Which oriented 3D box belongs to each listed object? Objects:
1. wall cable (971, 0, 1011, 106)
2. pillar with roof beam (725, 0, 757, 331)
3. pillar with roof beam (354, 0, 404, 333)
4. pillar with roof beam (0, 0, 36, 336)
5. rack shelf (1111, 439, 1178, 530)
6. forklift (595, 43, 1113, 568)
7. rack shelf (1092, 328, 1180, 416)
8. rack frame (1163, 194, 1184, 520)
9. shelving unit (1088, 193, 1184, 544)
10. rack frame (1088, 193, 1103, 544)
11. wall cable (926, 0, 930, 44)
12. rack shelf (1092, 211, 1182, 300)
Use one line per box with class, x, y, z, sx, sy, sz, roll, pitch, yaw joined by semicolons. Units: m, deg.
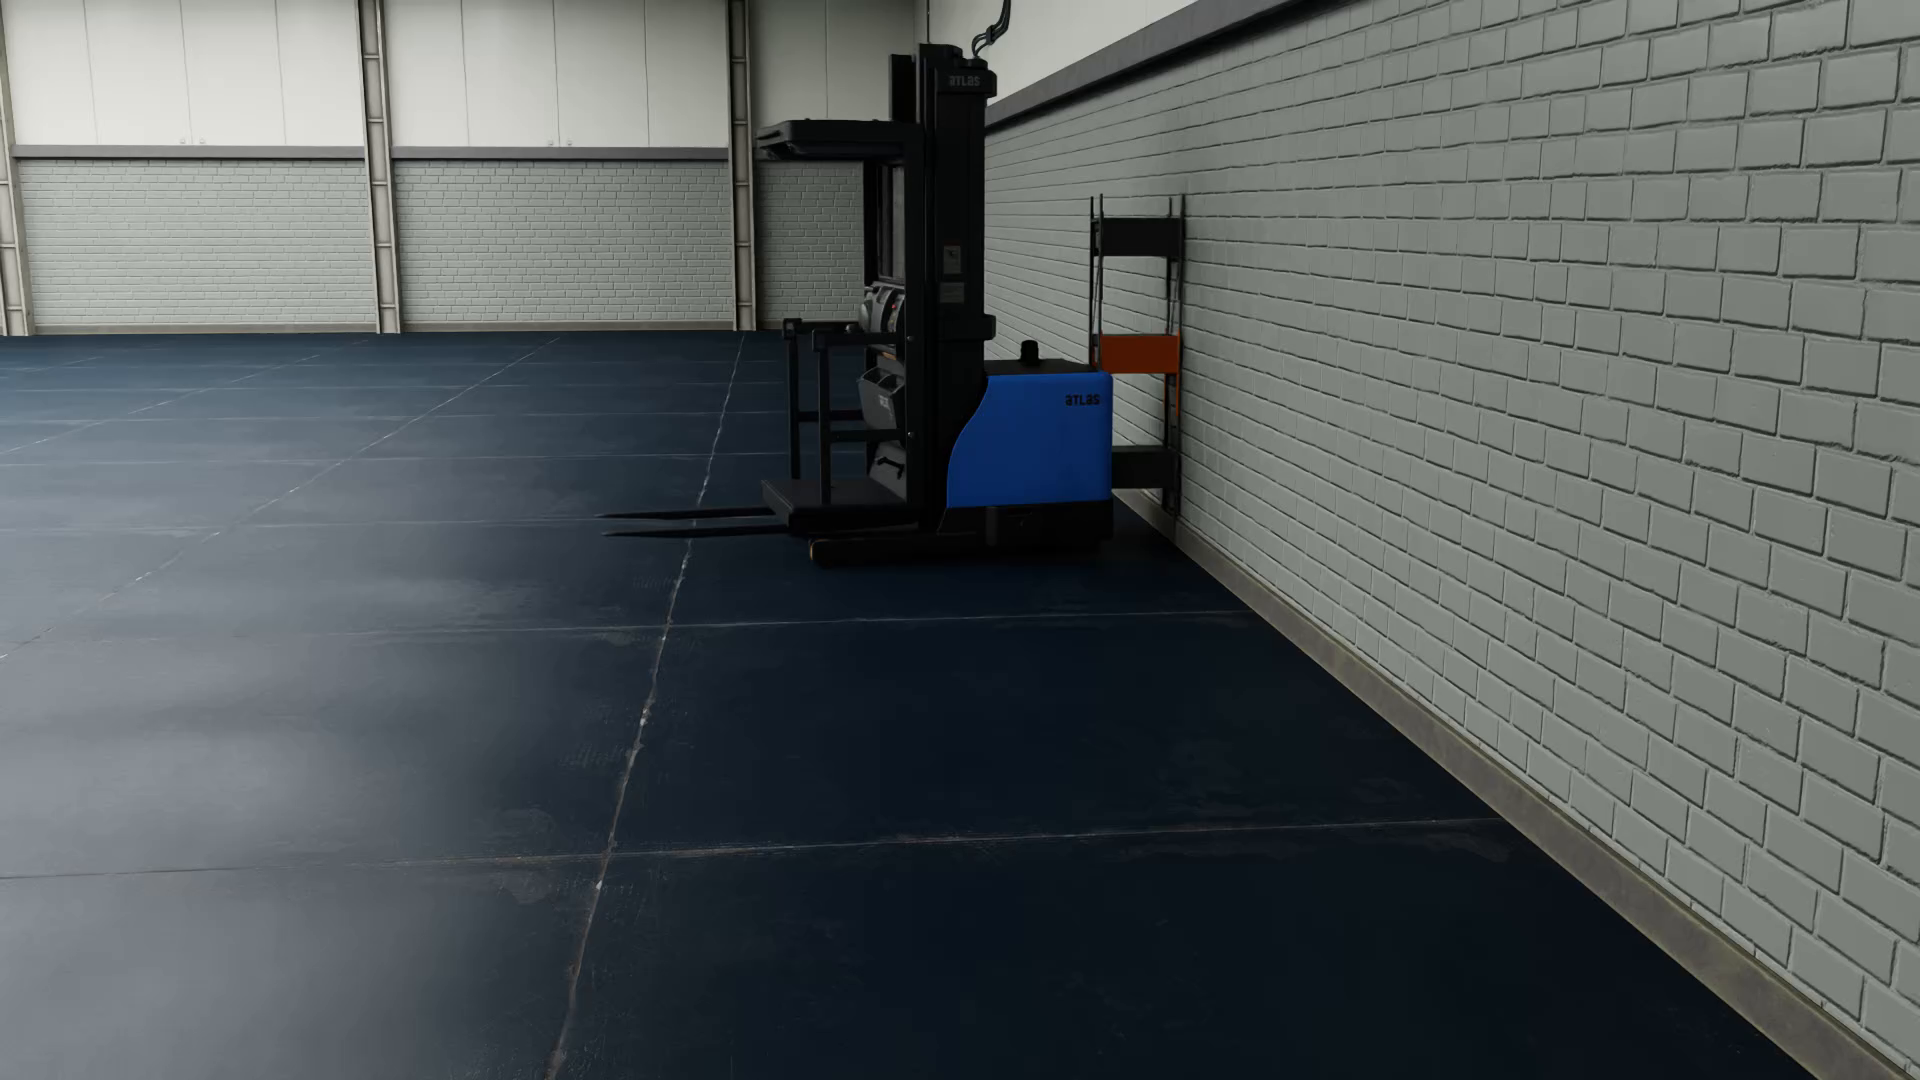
wall cable;0.332;-7.735;17.570;0.169;6.003;2.305;-1;11;-6
pillar with roof beam;-3.284;-7.254;23.939;0.400;9.000;9.100;-1;11;-6
pillar with roof beam;-9.249;-7.129;23.303;0.400;9.000;9.100;-1;11;-6
pillar with roof beam;-15.214;-7.004;22.667;0.400;9.000;9.100;-1;11;-6
rack shelf;1.070;-0.345;10.339;0.480;0.518;0.431;-1;9;-4
forklift;-0.648;-1.392;9.850;3.031;2.935;1.130;-3;12;-15
rack shelf;1.069;-1.036;10.227;0.480;0.518;0.431;-1;9;-4
rack frame;1.312;-1.053;10.242;0.015;2.100;0.400;-1;9;-4
shelving unit;1.069;-1.050;10.224;0.503;2.100;0.431;-1;9;-4
rack frame;0.825;-1.046;10.206;0.015;2.100;0.400;-1;9;-4
wall cable;-0.385;-8.323;24.334;0.112;2.526;3.097;-1;11;-6
rack shelf;1.067;-1.727;10.115;0.480;0.518;0.431;-1;9;-4
